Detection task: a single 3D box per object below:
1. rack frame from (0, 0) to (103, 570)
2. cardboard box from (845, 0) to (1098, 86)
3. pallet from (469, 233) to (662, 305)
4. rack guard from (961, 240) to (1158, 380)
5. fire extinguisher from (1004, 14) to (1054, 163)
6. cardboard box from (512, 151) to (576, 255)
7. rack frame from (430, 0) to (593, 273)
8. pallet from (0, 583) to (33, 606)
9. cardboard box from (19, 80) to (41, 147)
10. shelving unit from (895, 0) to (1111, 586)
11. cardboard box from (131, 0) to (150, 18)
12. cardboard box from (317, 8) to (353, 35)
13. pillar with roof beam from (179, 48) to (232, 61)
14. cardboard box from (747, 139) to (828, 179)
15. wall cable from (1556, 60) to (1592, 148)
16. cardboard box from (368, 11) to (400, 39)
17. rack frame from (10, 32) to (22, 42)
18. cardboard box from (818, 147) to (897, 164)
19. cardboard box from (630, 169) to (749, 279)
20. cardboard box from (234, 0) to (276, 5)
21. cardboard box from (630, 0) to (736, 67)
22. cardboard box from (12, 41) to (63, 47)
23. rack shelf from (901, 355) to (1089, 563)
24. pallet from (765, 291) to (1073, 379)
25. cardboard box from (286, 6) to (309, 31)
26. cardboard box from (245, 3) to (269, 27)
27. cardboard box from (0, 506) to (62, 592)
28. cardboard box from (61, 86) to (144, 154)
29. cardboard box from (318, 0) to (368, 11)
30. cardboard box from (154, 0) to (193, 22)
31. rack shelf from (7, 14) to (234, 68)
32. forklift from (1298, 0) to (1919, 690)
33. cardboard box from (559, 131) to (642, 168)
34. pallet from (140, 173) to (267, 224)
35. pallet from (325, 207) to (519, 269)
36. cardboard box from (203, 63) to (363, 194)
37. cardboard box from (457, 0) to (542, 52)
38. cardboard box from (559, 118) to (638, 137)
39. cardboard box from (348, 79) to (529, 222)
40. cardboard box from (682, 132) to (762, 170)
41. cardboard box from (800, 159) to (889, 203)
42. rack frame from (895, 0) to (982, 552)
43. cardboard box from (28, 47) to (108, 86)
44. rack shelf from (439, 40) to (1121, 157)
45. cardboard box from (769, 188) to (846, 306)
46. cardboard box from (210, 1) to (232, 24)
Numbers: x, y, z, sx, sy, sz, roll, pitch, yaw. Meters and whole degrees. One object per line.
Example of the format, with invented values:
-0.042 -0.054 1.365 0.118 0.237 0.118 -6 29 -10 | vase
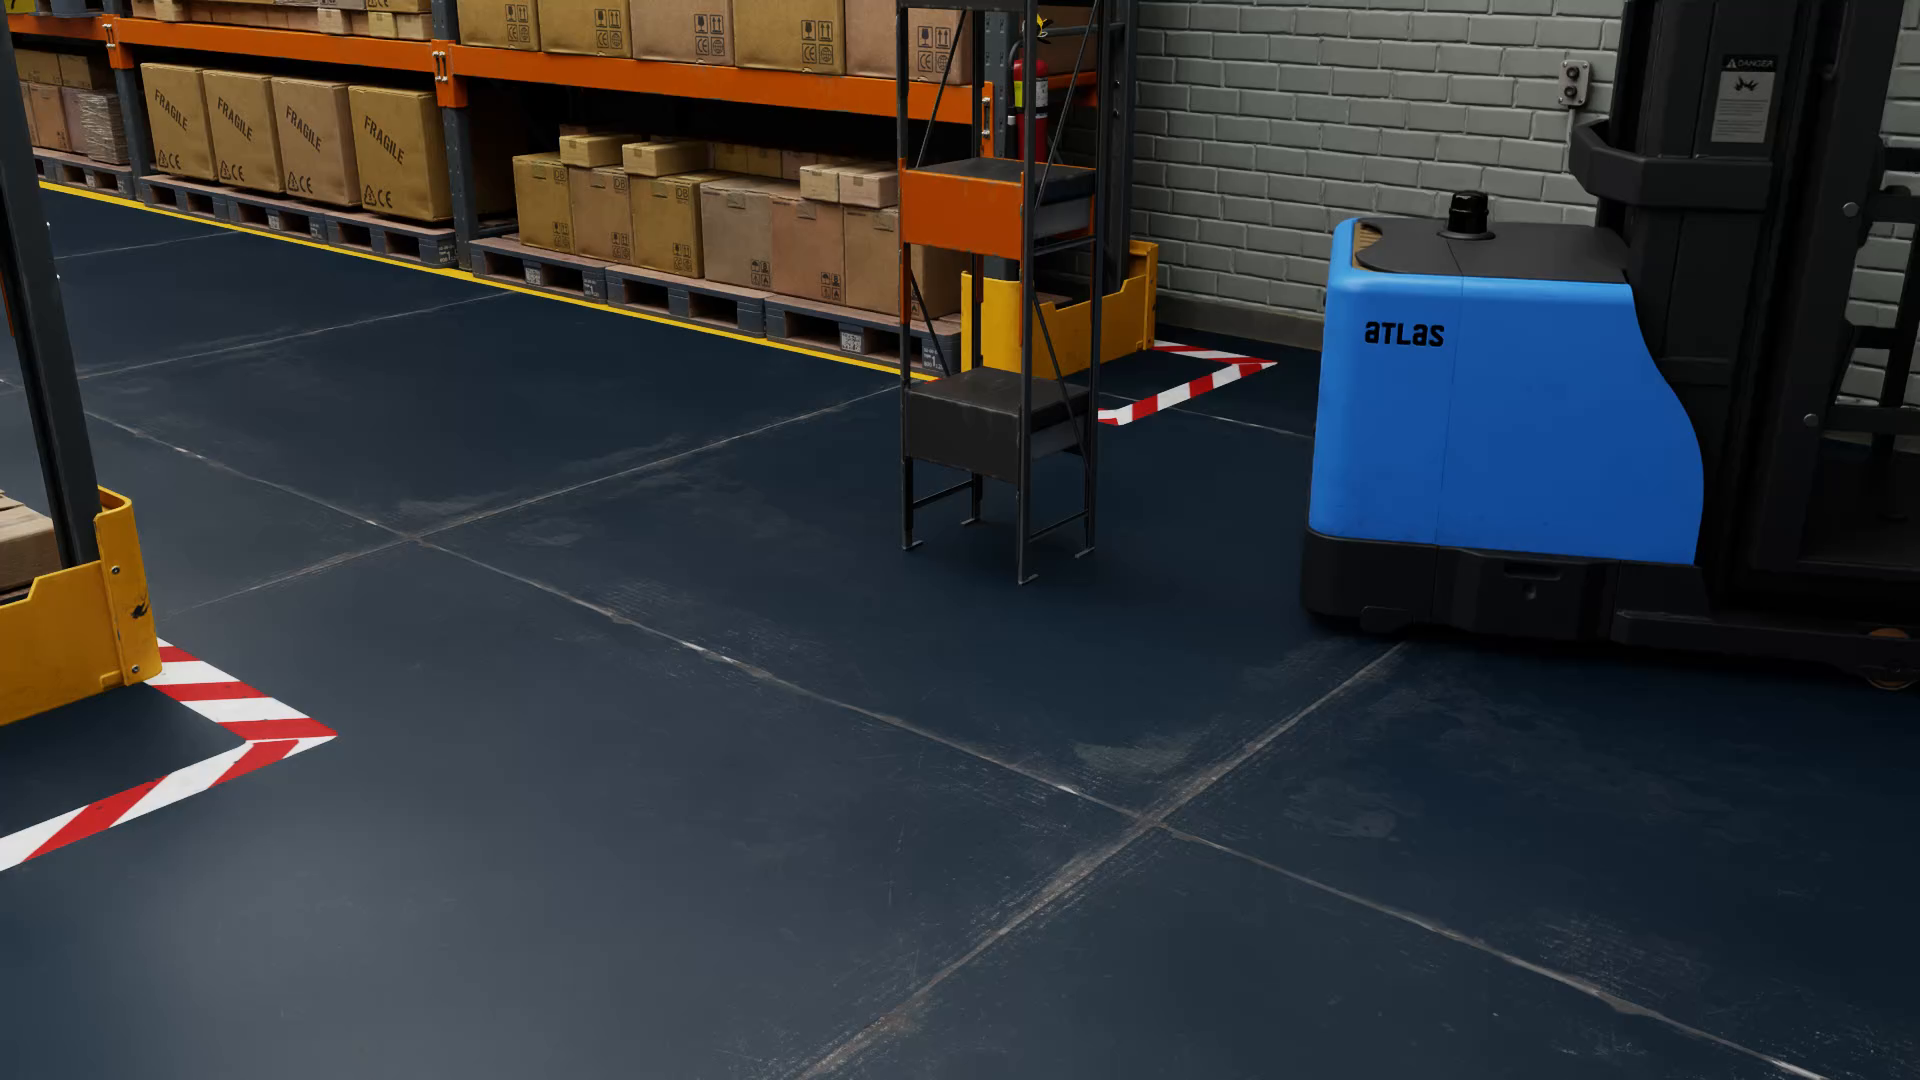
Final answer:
-2.666 -0.894 3.789 0.127 3.000 1.000 16 26 36 | rack frame
0.062 -2.501 7.624 0.700 0.700 0.980 18 27 39 | cardboard box
-2.096 -1.646 9.734 1.213 0.211 1.003 16 26 36 | pallet
0.482 -1.074 7.809 0.348 0.500 1.175 16 26 36 | rack guard
0.288 -1.879 7.038 0.183 0.674 0.296 16 26 36 | fire extinguisher
-2.121 -1.974 9.599 0.500 0.500 0.700 16 26 37 | cardboard box
-2.636 -3.142 9.749 0.127 3.000 1.000 16 26 36 | rack frame
-3.343 0.216 4.797 1.213 0.211 1.003 16 26 36 | pallet
-7.451 -3.577 13.821 0.500 0.500 0.700 16 26 37 | cardboard box
0.128 -0.946 5.200 0.503 2.100 0.431 16 26 36 | shelving unit
-5.626 -3.789 11.793 0.250 0.149 0.380 16 26 36 | cardboard box
-3.701 -3.195 10.216 0.250 0.149 0.380 16 26 36 | cardboard box
-8.917 -6.191 9.332 0.400 9.000 9.100 16 26 36 | pillar with roof beam
-0.903 -2.018 8.796 0.250 0.149 0.380 16 26 37 | cardboard box
2.053 -2.698 7.131 1.851 1.984 0.084 16 26 36 | wall cable
-3.287 -3.082 9.916 0.250 0.149 0.380 17 26 37 | cardboard box
-8.834 -4.927 14.482 0.127 3.000 1.000 16 26 36 | rack frame
-0.506 -1.904 8.495 0.250 0.149 0.380 16 26 37 | cardboard box
-1.338 -1.746 8.994 0.500 0.500 0.700 17 26 37 | cardboard box
-4.328 -3.707 10.655 0.500 0.500 0.500 17 27 38 | cardboard box
-1.094 -2.833 8.504 0.700 0.700 0.980 15 25 34 | cardboard box
-7.910 -4.057 14.031 0.500 0.250 0.500 15 26 35 | cardboard box
0.128 -0.278 5.452 0.480 0.518 0.431 16 26 36 | rack shelf
-0.206 -1.102 8.290 1.213 0.211 1.003 16 26 36 | pallet
-4.033 -3.327 10.568 0.250 0.149 0.380 15 25 35 | cardboard box
-4.431 -3.450 10.894 0.250 0.149 0.380 16 26 37 | cardboard box
-2.773 0.046 4.711 0.250 0.149 0.380 16 26 36 | cardboard box
-6.651 -3.364 13.256 0.500 0.500 0.700 16 26 36 | cardboard box
-3.554 -3.482 10.060 0.500 0.500 0.500 16 26 37 | cardboard box
-5.284 -3.648 11.419 0.250 0.149 0.380 17 27 38 | cardboard box
-7.284 -4.144 13.425 4.000 0.370 1.077 16 26 36 | rack shelf
2.587 -1.149 4.562 3.031 2.935 1.130 5 21 12 | forklift
-1.971 -2.151 9.149 0.250 0.149 0.380 17 27 38 | cardboard box
-5.172 -2.533 12.086 1.213 0.211 1.003 16 26 36 | pallet
-3.281 -1.989 10.643 1.213 0.211 1.003 16 26 36 | pallet
-4.573 -2.828 11.367 0.750 0.750 0.750 16 26 36 | cardboard box
-2.226 -3.157 9.363 0.700 0.700 0.980 17 26 37 | cardboard box
-2.108 -2.364 9.714 0.250 0.149 0.380 16 26 36 | cardboard box
-3.222 -2.442 10.344 0.750 0.750 0.750 16 26 37 | cardboard box
-1.299 -2.132 9.098 0.250 0.149 0.380 16 26 37 | cardboard box
-0.556 -1.744 8.071 0.250 0.149 0.380 17 26 38 | cardboard box
-0.061 -1.000 5.344 0.015 2.100 0.400 16 26 36 | rack frame
-7.129 -3.825 13.418 0.500 0.250 0.500 16 26 36 | cardboard box
-1.086 -2.359 8.692 4.000 0.370 1.077 16 26 36 | rack shelf
-0.530 -1.517 8.387 0.500 0.500 0.700 16 26 36 | cardboard box
-4.805 -3.570 11.213 0.250 0.149 0.380 17 26 37 | cardboard box
